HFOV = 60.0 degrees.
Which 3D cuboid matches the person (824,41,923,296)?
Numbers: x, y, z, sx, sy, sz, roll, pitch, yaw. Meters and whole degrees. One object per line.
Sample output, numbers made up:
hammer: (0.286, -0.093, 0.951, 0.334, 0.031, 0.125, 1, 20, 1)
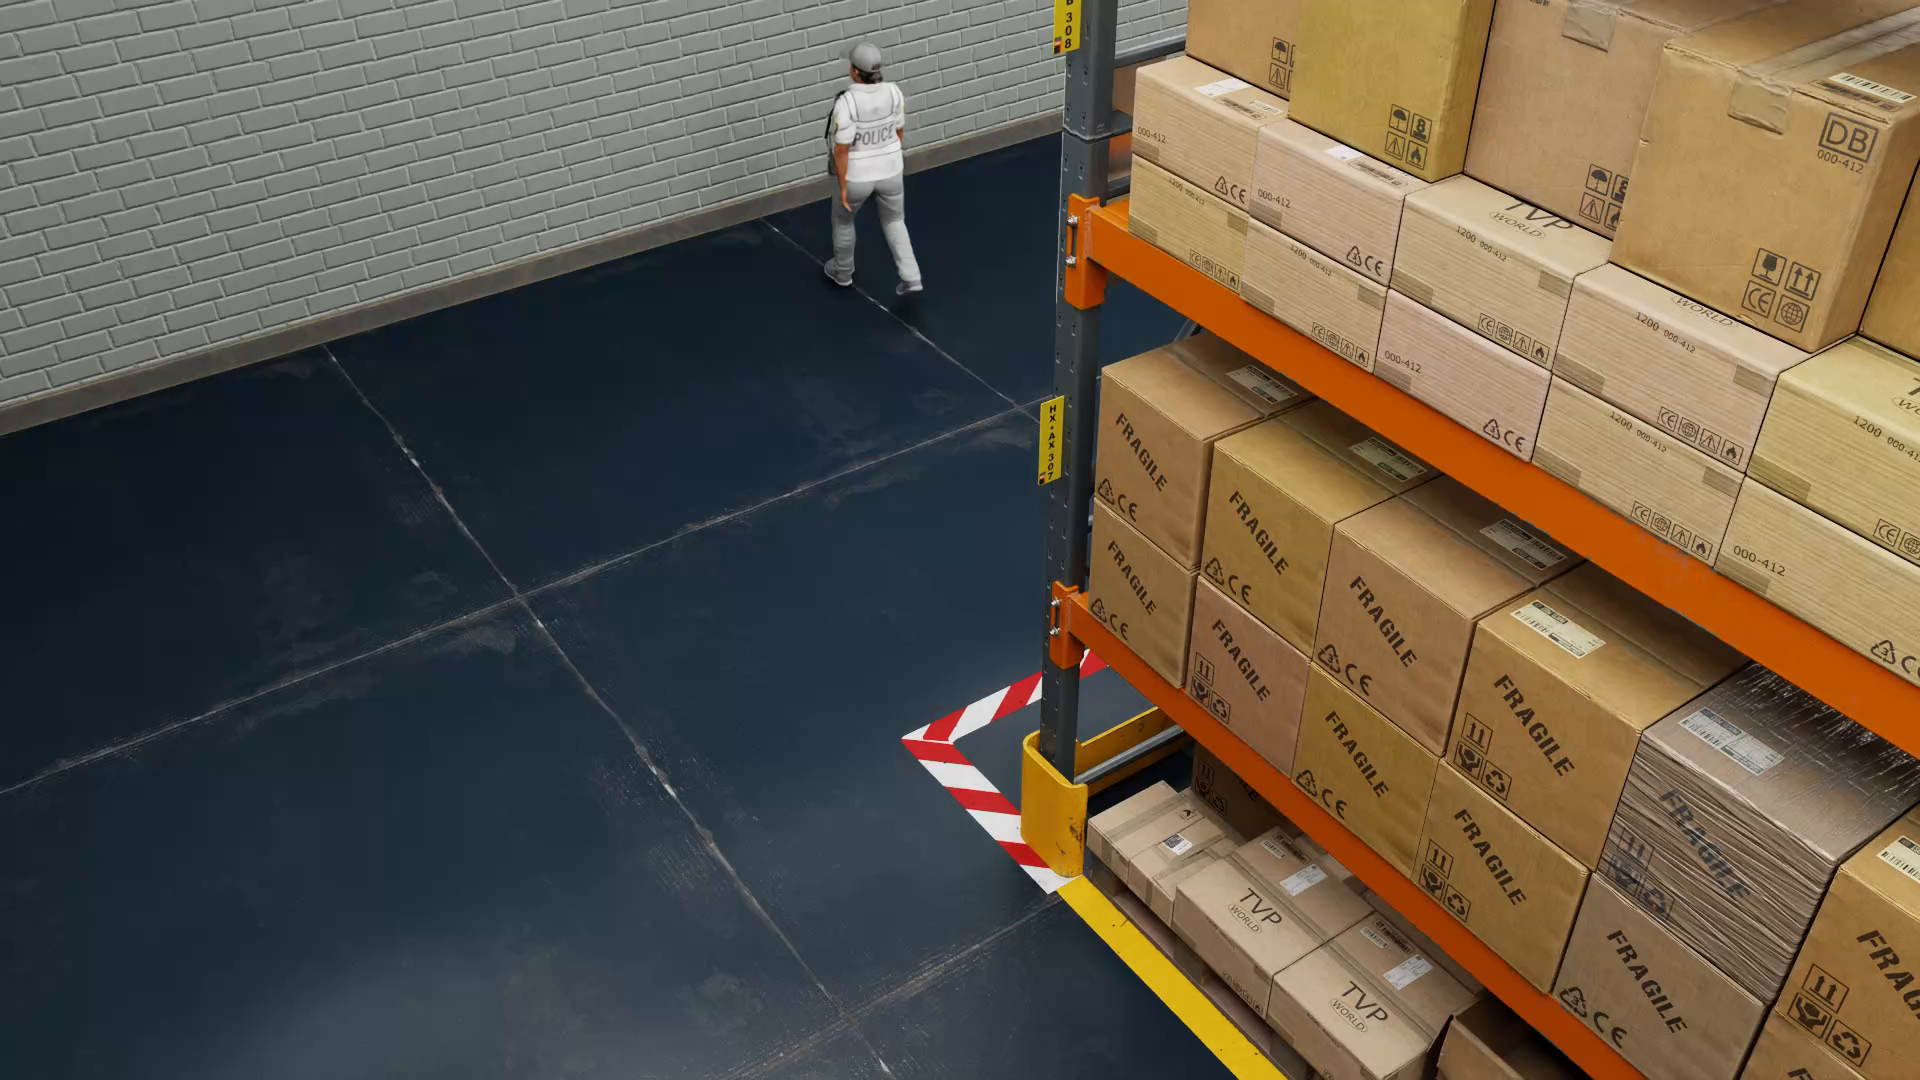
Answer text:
person: (-0.564, -2.214, 9.970, 0.473, 1.629, 0.846, -15, 39, -19)
